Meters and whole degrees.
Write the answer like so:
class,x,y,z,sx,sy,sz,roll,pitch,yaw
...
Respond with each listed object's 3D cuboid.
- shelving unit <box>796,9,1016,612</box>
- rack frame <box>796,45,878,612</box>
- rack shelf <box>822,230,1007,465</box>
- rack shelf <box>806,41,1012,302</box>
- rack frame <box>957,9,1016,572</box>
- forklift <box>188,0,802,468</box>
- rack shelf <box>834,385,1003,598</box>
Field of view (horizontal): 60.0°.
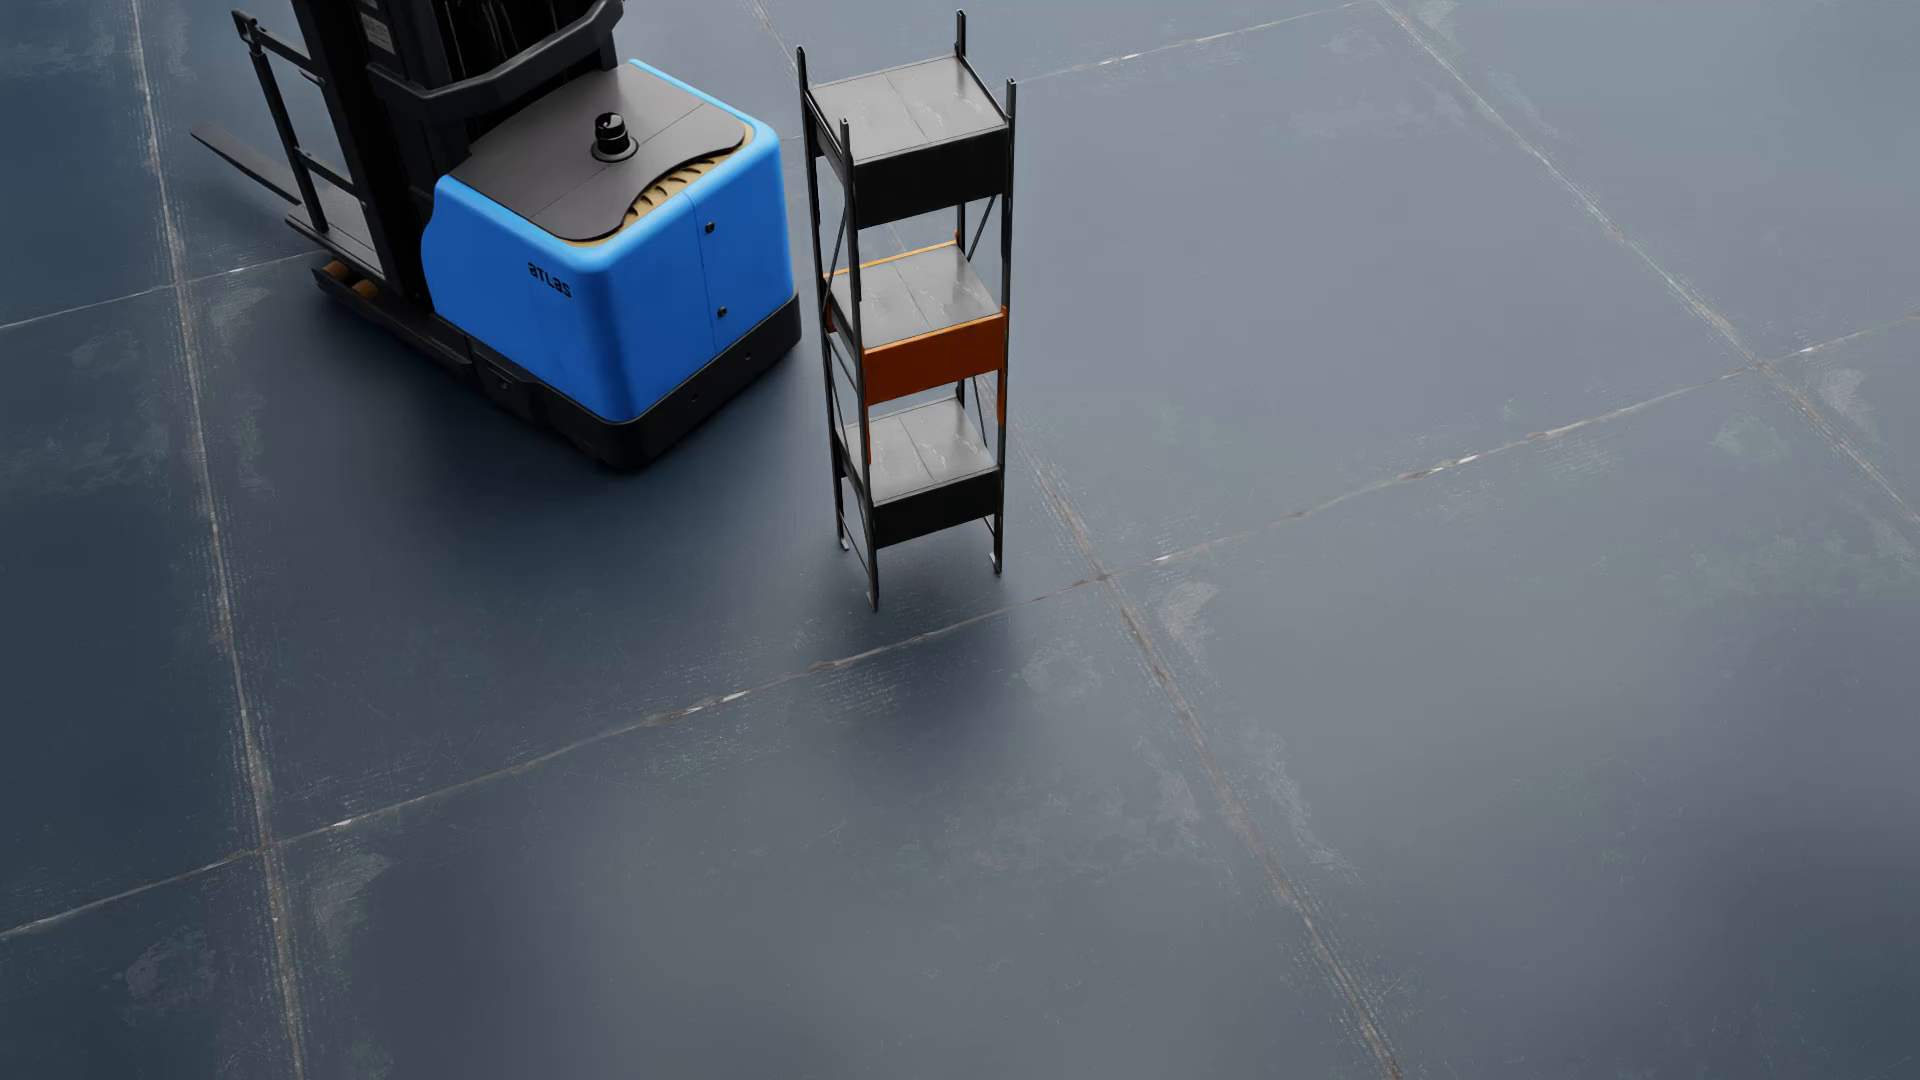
class,x,y,z,sx,sy,sz,roll,pitch,yaw
shelving unit,-0.153,-0.637,5.413,0.503,2.100,0.431,-17,52,-14
rack frame,-0.379,-0.567,5.353,0.015,2.100,0.400,-17,52,-14
rack shelf,-0.153,-0.628,5.423,0.480,0.518,0.431,-17,52,-14
rack shelf,-0.153,-1.084,4.892,0.480,0.518,0.431,-17,52,-14
rack frame,0.073,-0.707,5.473,0.015,2.100,0.400,-17,52,-14
forklift,-2.124,-2.175,6.186,3.031,2.935,1.130,31,56,24
rack shelf,-0.153,-0.172,5.954,0.480,0.518,0.431,-17,52,-14
